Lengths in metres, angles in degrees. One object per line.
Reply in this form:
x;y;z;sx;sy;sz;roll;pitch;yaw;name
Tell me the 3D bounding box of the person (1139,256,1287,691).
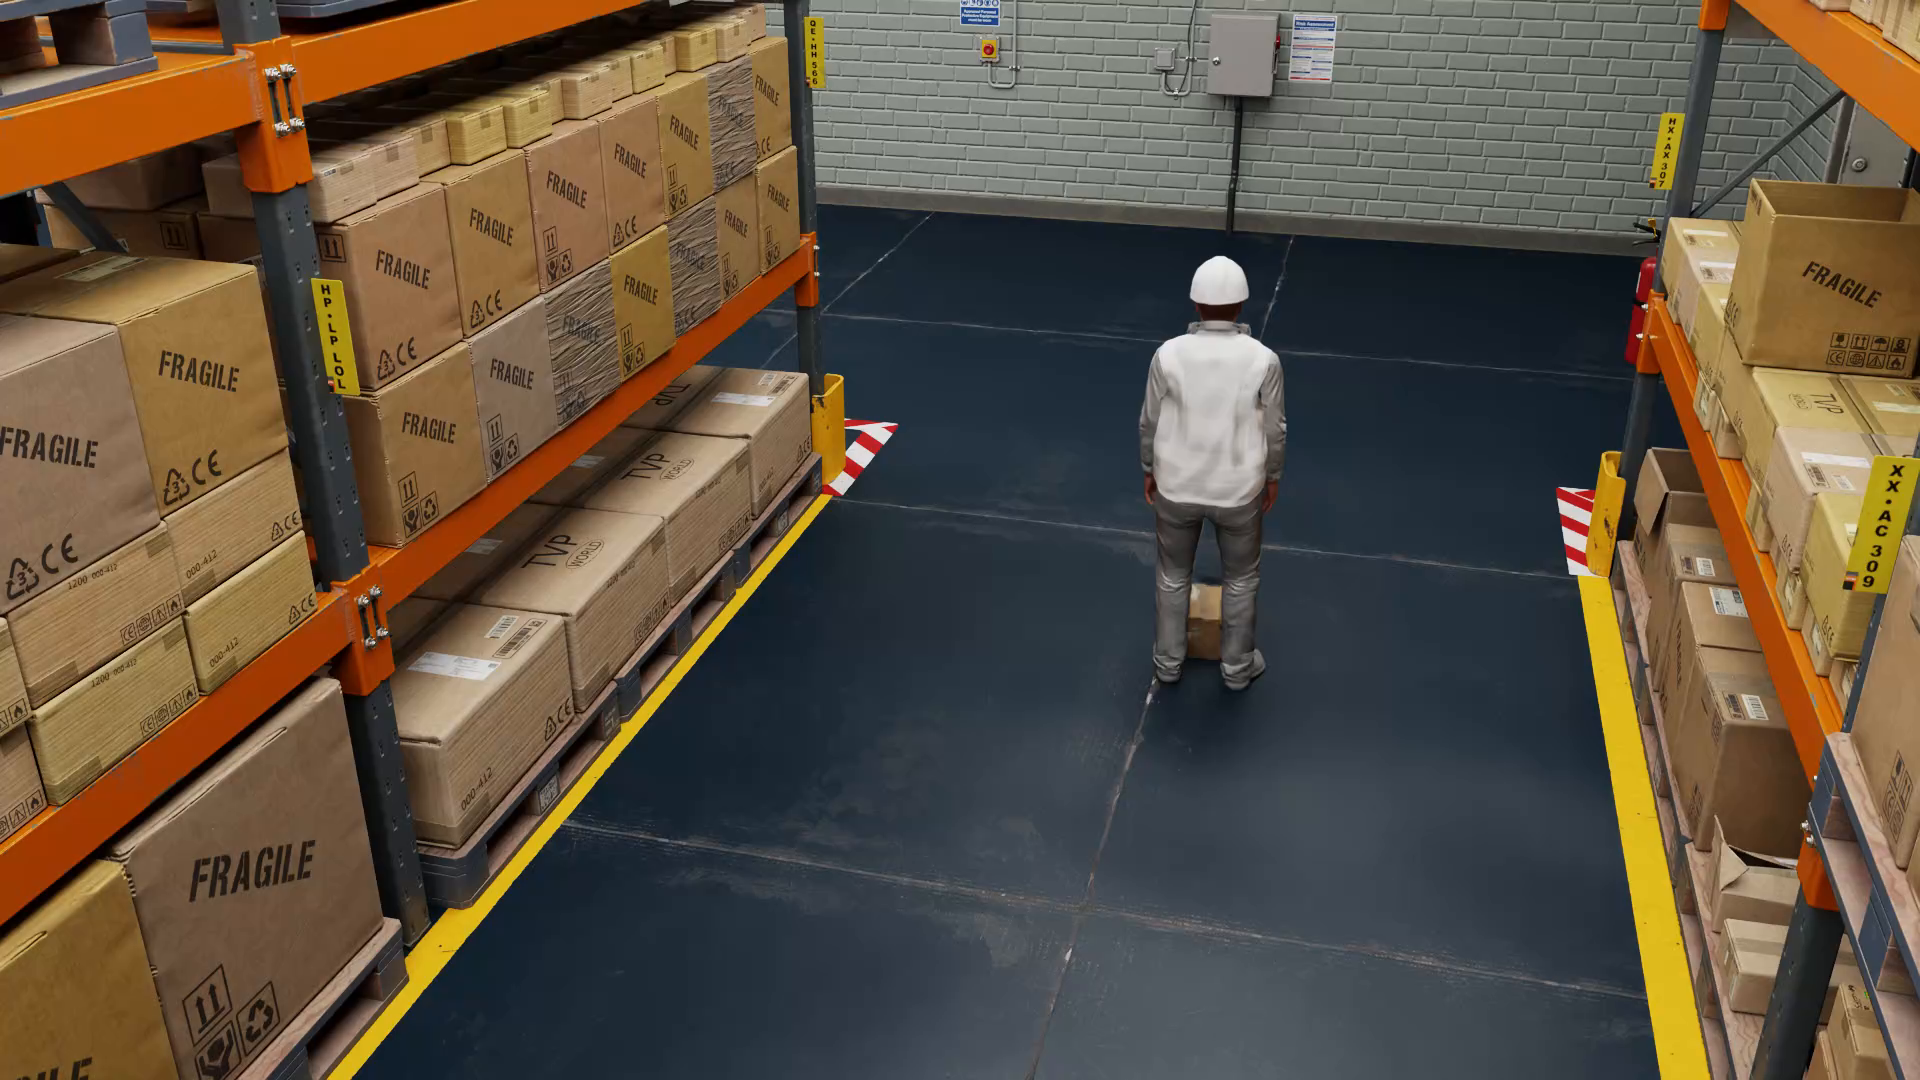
0.987;-0.237;6.582;0.570;1.772;0.456;5;26;11;person
